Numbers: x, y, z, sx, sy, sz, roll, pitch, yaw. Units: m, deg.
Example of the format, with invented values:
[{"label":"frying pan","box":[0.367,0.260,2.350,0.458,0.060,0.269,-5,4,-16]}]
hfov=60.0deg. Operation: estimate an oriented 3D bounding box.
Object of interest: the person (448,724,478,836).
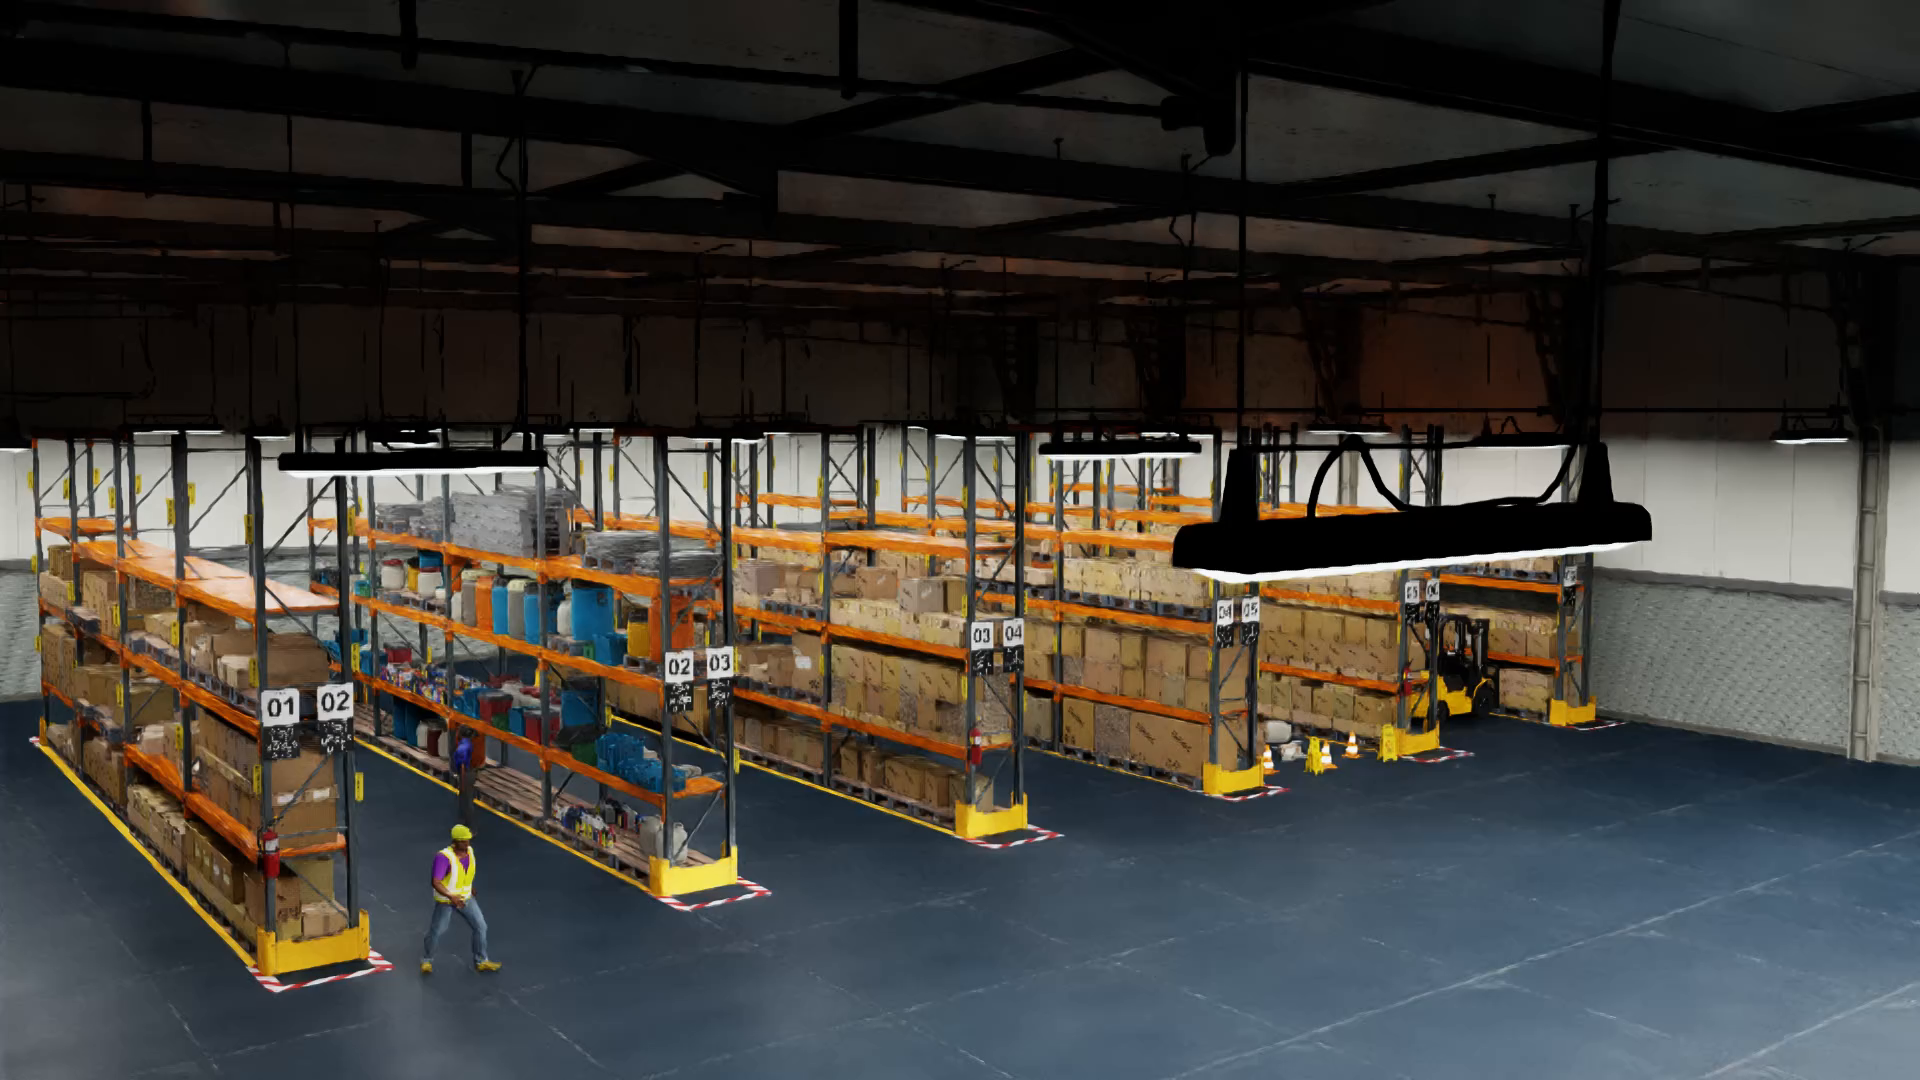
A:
[{"label":"person","box":[-7.390,3.555,24.689,0.462,1.662,0.498,0,4,-6]}]

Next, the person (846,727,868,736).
[{"label":"person","box":[-1.918,3.001,32.153,0.639,1.632,0.512,-3,6,-38]}]

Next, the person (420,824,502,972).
[{"label":"person","box":[-5.677,4.011,18.654,0.840,1.705,0.700,3,6,36]}]
